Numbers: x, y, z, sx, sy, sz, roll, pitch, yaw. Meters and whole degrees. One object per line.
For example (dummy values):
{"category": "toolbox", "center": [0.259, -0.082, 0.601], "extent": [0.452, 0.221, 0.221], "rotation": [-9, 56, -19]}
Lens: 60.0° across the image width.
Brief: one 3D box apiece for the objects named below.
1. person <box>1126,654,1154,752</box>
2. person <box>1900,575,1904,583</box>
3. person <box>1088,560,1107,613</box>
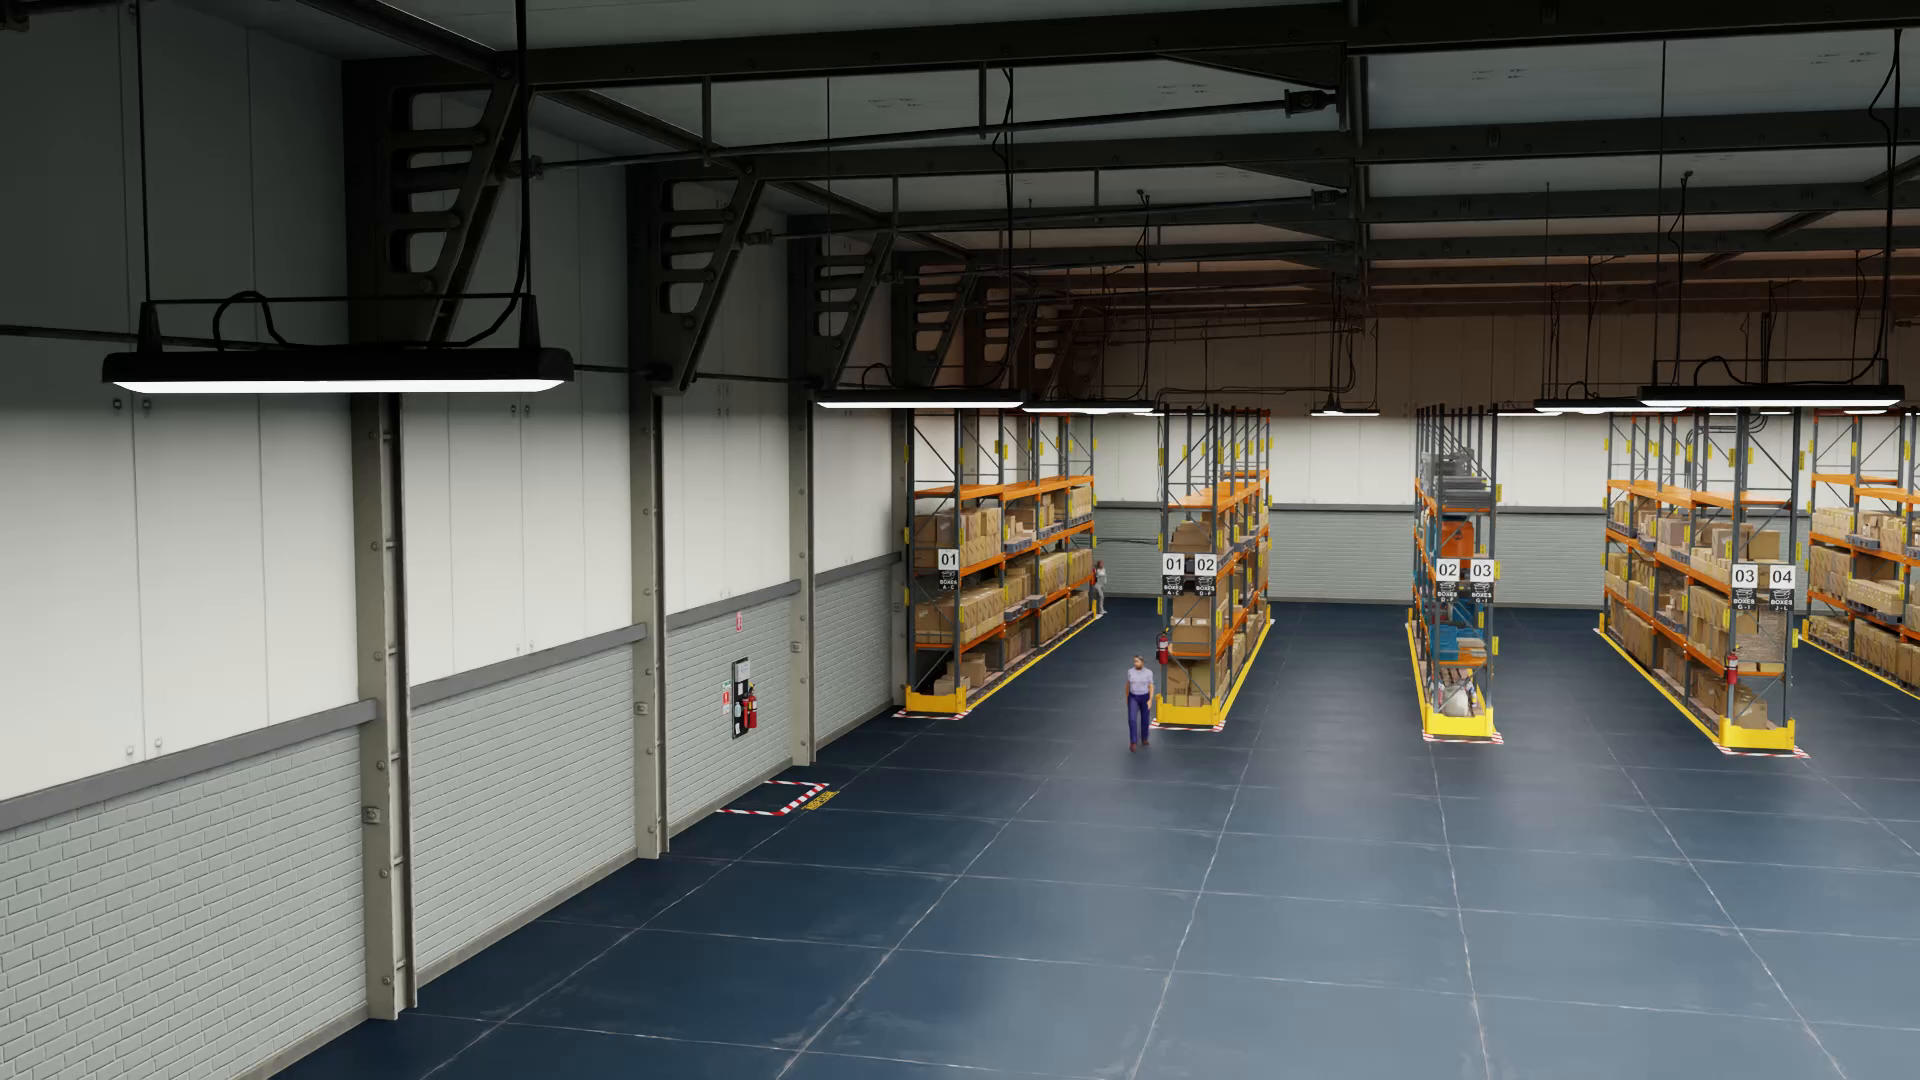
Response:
{"category": "person", "center": [3.121, 2.796, 28.876], "extent": [0.508, 1.632, 0.817], "rotation": [1, 4, 10]}
{"category": "person", "center": [23.889, 1.770, 42.117], "extent": [0.578, 1.789, 0.519], "rotation": [1, 4, 18]}
{"category": "person", "center": [4.067, 1.360, 49.064], "extent": [0.809, 1.559, 0.416], "rotation": [4, 5, 41]}
